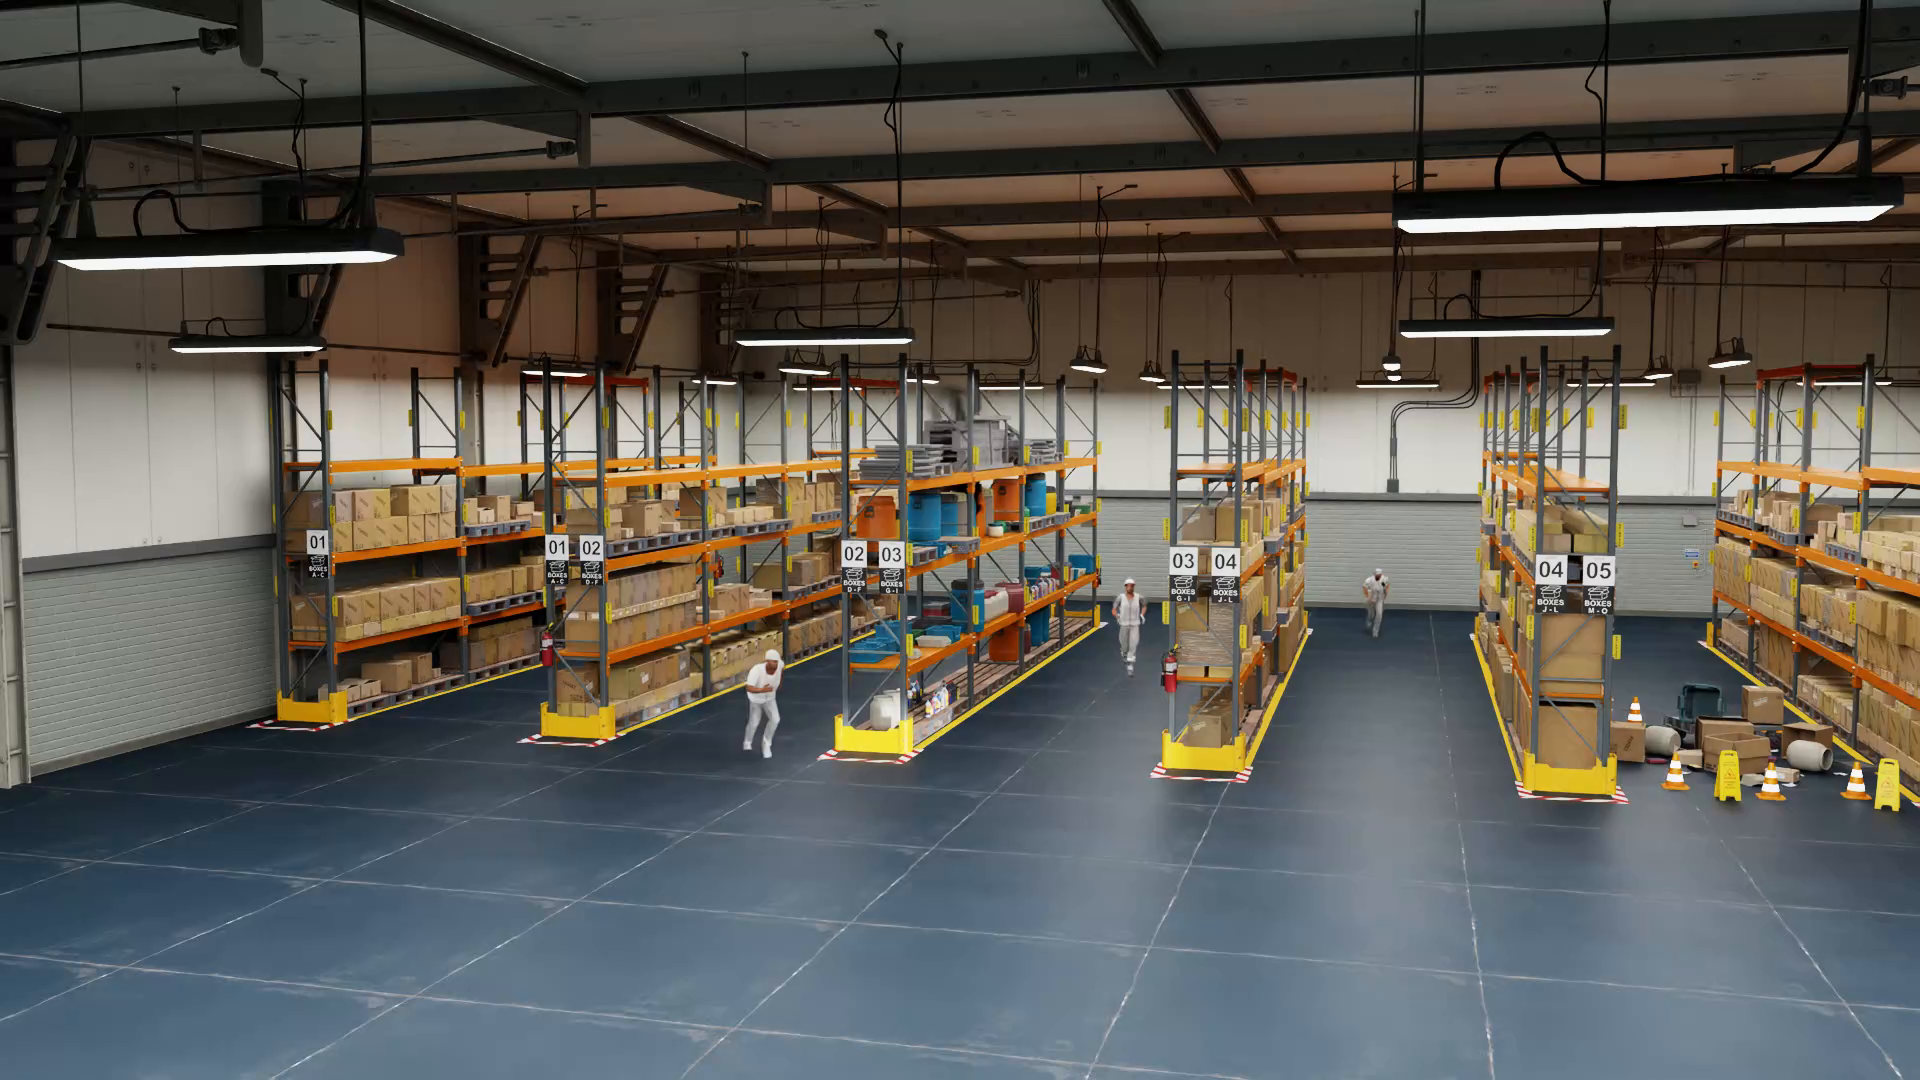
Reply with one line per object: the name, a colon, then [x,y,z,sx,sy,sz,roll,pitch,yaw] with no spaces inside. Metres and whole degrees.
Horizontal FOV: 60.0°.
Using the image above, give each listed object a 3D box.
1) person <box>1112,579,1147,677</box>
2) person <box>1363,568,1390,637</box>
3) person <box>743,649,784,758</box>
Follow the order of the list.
person: [3.159,1.609,30.924,0.658,1.786,0.863,0,4,2]
person: [9.705,1.441,38.864,0.615,1.625,0.964,0,4,-1]
person: [-2.924,2.424,24.754,0.742,1.672,0.971,-3,5,-37]
